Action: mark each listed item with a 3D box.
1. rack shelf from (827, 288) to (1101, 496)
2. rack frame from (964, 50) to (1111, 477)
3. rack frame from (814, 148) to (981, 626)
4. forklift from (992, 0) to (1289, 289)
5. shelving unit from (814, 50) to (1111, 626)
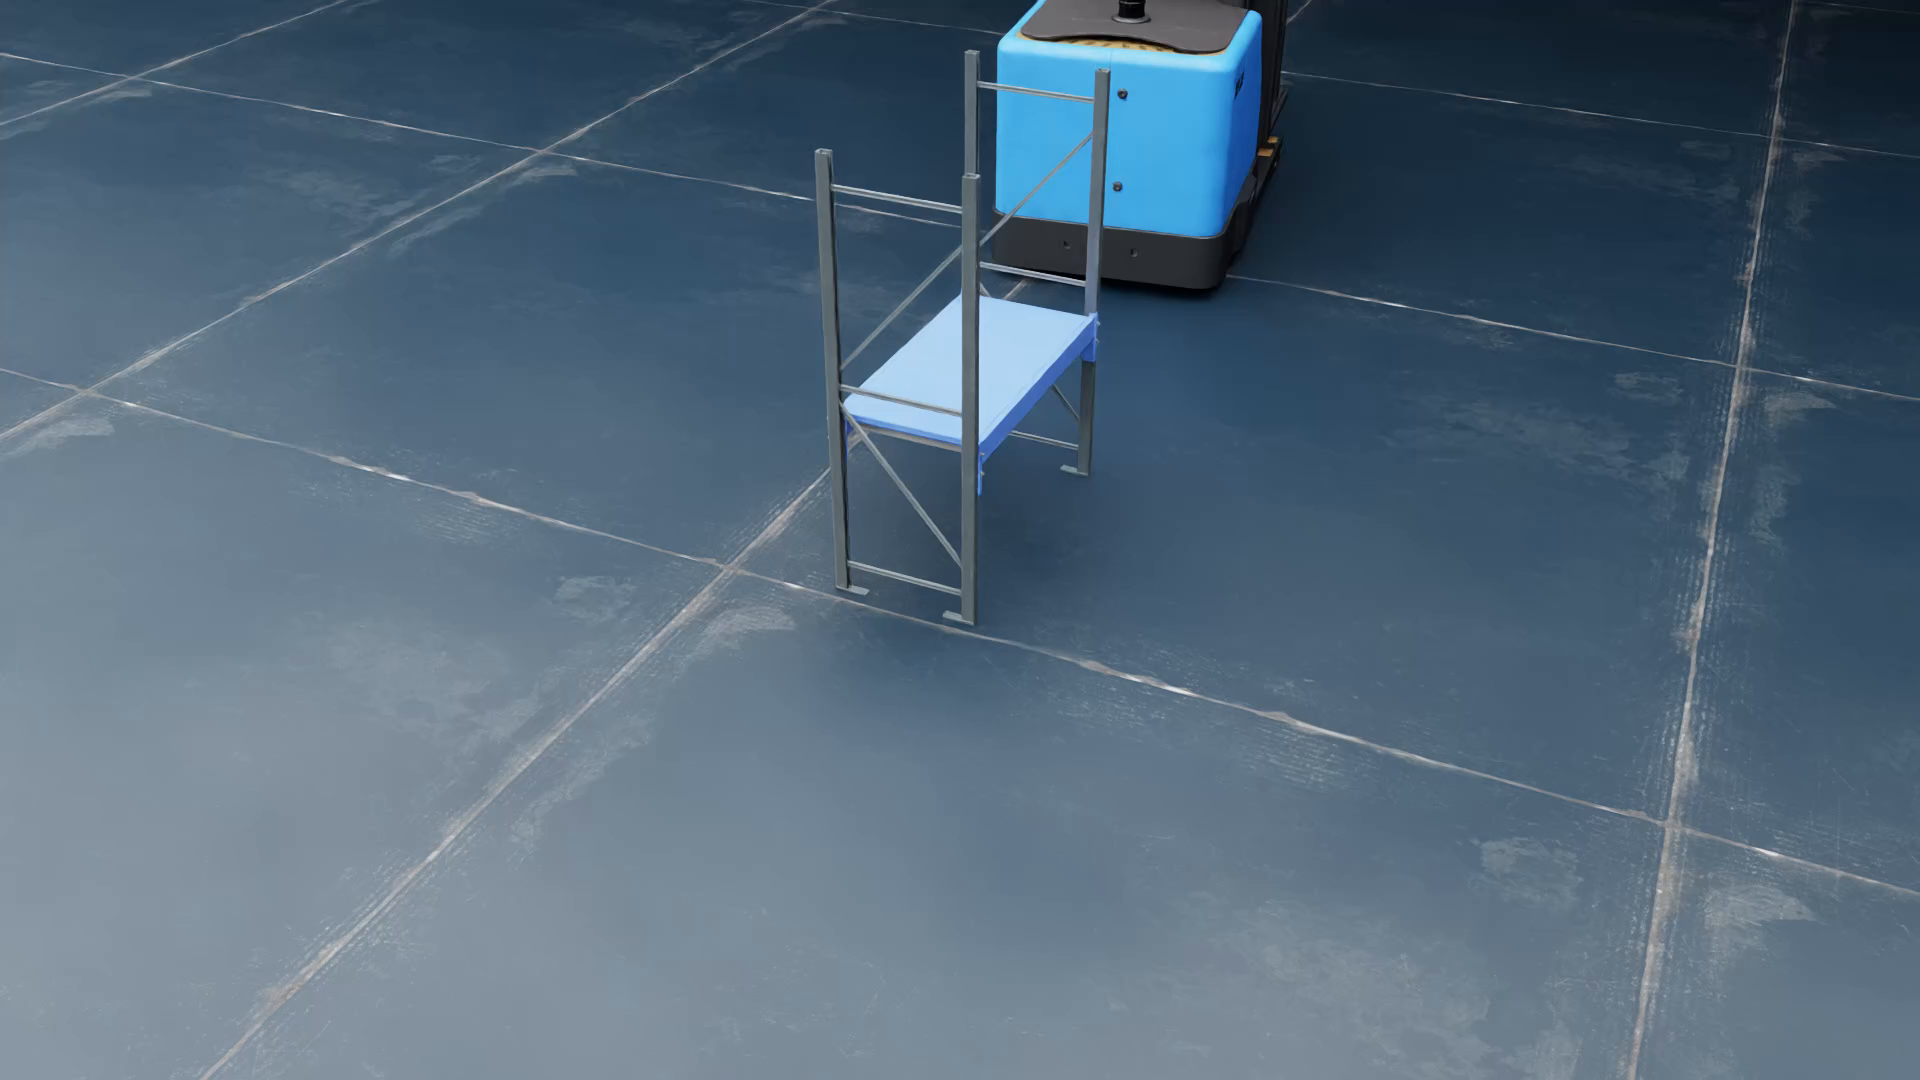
[{"bbox_3d":[0.036,-0.519,5.502,0.538,0.185,1.000,14,36,20],"label":"rack shelf"},{"bbox_3d":[0.248,-0.923,5.790,0.500,1.500,0.032,14,36,20],"label":"rack frame"},{"bbox_3d":[-0.177,-0.417,5.017,0.500,1.500,0.032,14,36,20],"label":"rack frame"},{"bbox_3d":[1.064,-3.129,7.849,1.130,2.935,3.031,10,34,14],"label":"forklift"},{"bbox_3d":[0.036,-0.670,5.404,0.538,1.500,1.048,14,36,20],"label":"shelving unit"}]
